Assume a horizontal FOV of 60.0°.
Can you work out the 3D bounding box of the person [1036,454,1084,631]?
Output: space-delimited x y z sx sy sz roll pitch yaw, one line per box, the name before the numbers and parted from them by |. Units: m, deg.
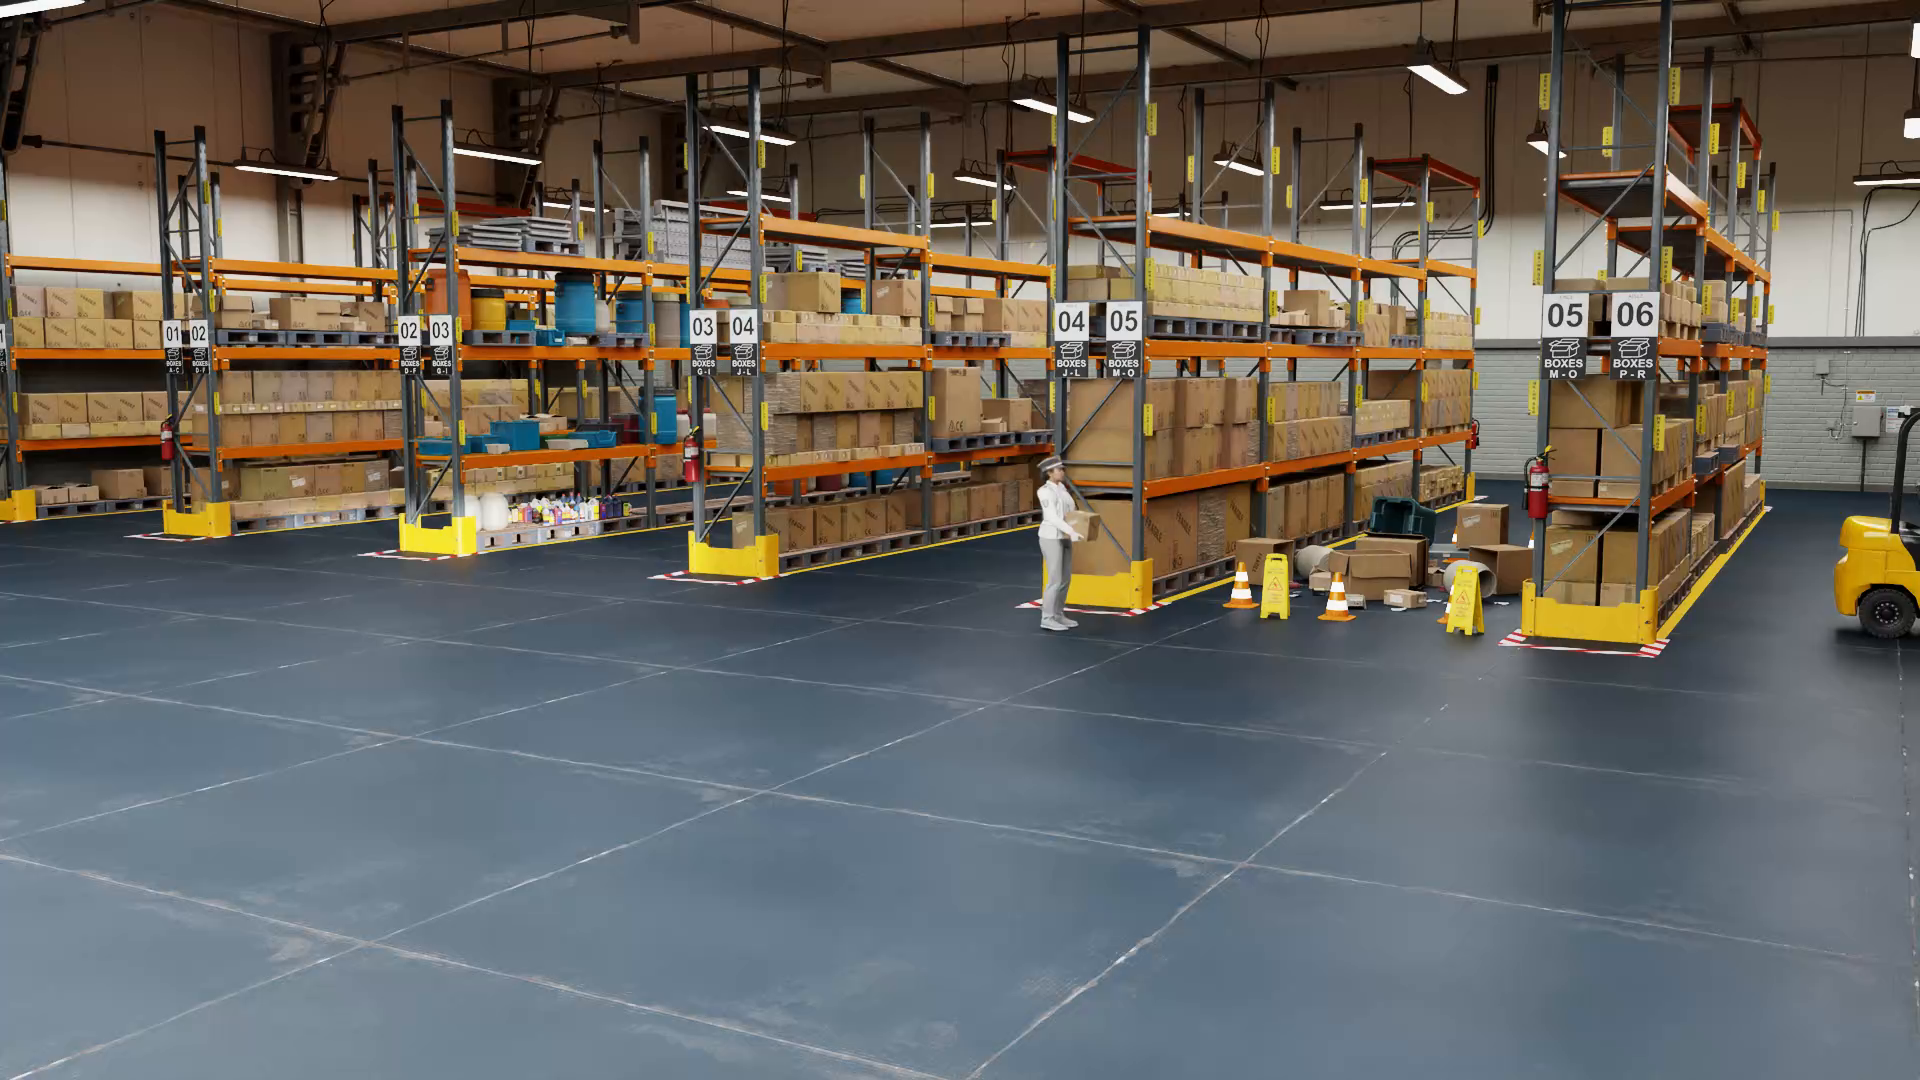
person | 0.998 0.019 16.074 0.563 1.686 0.459 3 7 29
